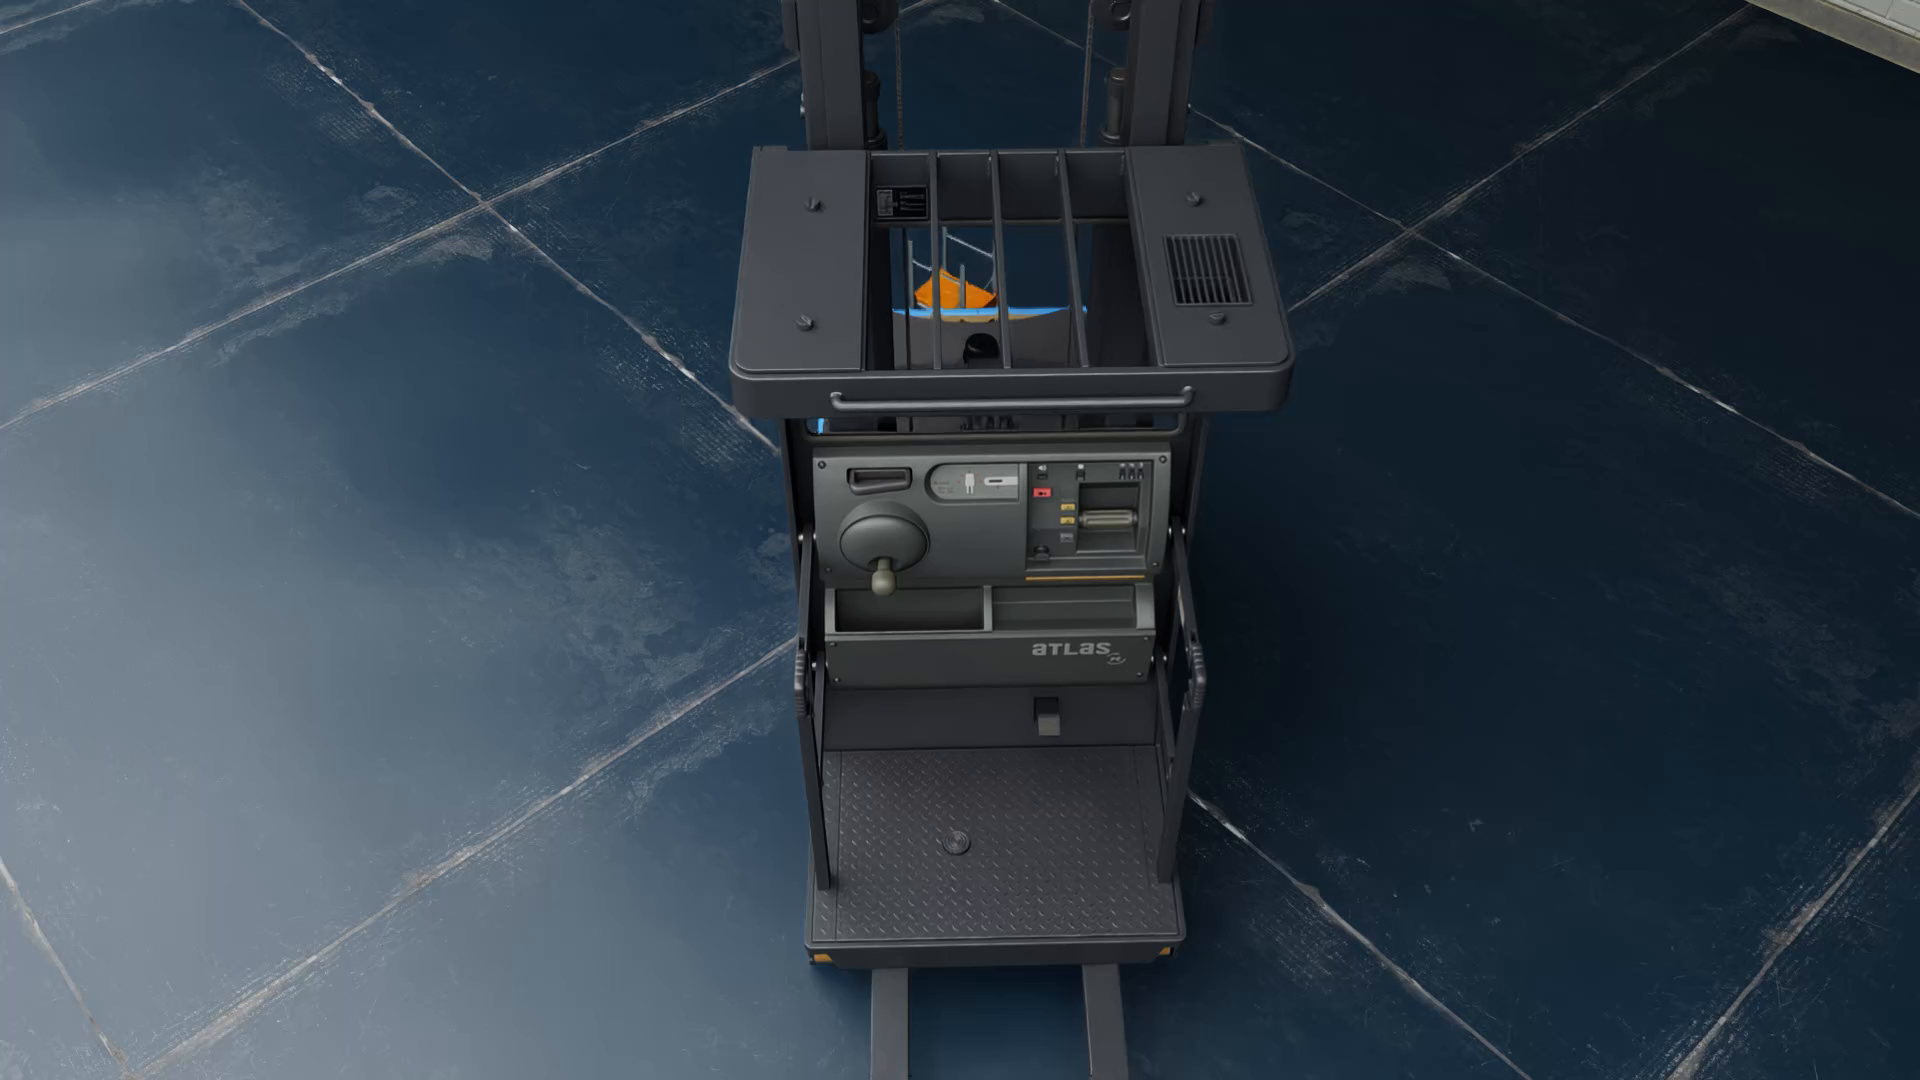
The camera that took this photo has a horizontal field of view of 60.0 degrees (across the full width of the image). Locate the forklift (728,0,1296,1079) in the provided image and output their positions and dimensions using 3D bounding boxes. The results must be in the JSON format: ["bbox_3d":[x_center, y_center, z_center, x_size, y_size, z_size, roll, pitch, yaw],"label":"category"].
[{"bbox_3d":[0.092,0.043,4.216,1.130,2.935,3.031,-1,47,-1],"label":"forklift"}]

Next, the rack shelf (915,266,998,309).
[{"bbox_3d":[-0.023,-0.817,5.758,0.258,0.103,0.180,29,54,24],"label":"rack shelf"}]

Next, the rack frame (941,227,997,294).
[{"bbox_3d":[0.033,-0.656,6.039,0.240,1.200,0.006,29,54,24],"label":"rack frame"}]

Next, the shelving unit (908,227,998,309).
[{"bbox_3d":[-0.023,-0.603,5.990,0.258,1.200,0.189,29,54,24],"label":"shelving unit"}]

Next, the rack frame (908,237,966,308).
[{"bbox_3d":[-0.078,-0.549,5.940,0.240,1.200,0.006,29,54,24],"label":"rack frame"}]
